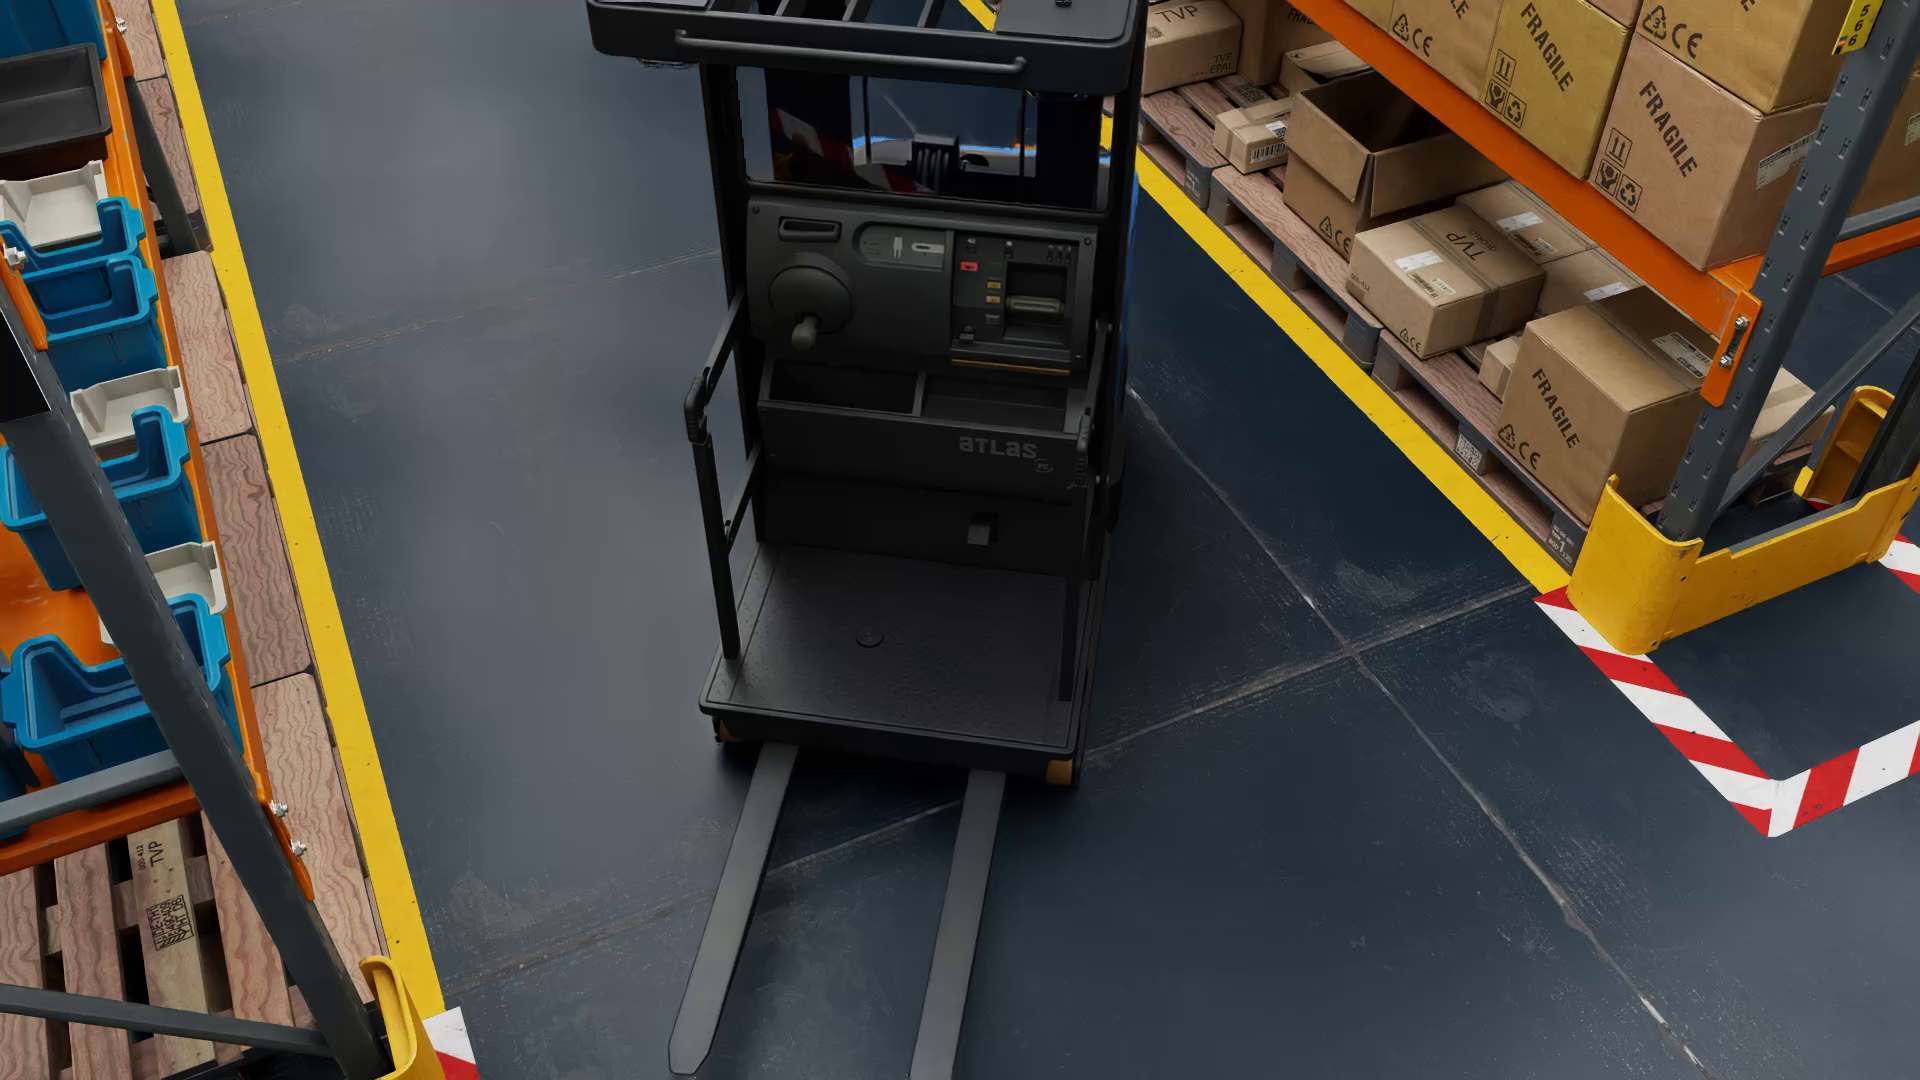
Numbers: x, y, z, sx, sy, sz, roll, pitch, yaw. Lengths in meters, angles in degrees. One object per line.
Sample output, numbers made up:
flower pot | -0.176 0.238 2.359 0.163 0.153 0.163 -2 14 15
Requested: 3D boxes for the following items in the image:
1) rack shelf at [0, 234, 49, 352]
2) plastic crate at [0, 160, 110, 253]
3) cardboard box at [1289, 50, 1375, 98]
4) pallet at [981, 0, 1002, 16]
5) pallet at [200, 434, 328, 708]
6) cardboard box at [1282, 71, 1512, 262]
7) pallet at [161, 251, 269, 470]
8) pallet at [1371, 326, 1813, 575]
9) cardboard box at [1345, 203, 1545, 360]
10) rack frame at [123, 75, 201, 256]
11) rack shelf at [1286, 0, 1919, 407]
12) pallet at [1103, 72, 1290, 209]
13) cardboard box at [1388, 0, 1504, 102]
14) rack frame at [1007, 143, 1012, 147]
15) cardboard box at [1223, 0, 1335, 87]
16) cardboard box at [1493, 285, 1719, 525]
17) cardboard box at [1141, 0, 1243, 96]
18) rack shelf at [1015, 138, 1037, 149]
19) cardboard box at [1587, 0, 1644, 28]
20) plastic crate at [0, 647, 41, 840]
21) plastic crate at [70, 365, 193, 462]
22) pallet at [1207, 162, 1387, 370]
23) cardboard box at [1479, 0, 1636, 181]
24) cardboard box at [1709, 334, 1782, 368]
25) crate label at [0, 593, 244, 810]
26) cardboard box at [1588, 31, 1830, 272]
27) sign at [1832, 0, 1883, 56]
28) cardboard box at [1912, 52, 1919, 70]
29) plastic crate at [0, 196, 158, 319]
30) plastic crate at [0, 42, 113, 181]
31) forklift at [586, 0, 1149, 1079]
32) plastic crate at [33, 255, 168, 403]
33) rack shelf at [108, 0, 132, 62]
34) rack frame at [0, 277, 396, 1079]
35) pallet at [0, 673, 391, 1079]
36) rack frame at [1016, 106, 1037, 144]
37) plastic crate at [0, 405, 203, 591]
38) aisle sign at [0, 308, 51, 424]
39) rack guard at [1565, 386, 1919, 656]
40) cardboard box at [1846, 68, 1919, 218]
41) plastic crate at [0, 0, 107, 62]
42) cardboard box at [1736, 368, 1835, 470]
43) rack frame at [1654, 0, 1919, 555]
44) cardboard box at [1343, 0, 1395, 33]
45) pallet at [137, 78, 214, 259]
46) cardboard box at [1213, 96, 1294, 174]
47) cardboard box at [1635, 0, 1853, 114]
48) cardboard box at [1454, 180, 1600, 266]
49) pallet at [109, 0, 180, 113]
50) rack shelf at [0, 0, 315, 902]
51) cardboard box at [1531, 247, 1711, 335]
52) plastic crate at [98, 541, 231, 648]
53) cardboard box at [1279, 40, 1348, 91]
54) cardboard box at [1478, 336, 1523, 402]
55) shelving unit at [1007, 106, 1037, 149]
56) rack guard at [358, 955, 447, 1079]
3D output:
rack shelf | -2.699 -1.538 3.550 1.077 0.370 4.000 -18 47 -17
plastic crate | -2.535 -0.908 4.679 0.293 0.136 0.466 -18 47 -17
cardboard box | 1.768 -1.904 7.145 0.500 0.311 0.500 -18 47 -17
pallet | 0.580 -2.976 8.616 1.003 0.211 1.213 -18 47 -17
pallet | -2.679 0.227 5.369 1.003 0.211 1.213 -18 47 -17
cardboard box | 1.751 -1.534 6.633 0.797 0.503 0.637 -18 47 -17
pallet | -3.195 -0.551 6.159 1.003 0.211 1.213 -18 47 -17
pallet | 2.270 -0.476 6.082 1.003 0.211 1.213 -18 47 -17
cardboard box | 1.814 -0.978 6.250 0.500 0.250 0.500 -18 47 -17
rack frame | -3.540 -2.001 5.642 1.000 3.000 0.127 -18 47 -17
rack shelf | 1.797 -1.931 6.084 1.077 0.370 4.000 -18 47 -17
pallet | 1.244 -2.031 7.658 1.003 0.211 1.213 -18 47 -17
cardboard box | 1.776 -1.802 5.370 0.500 0.500 0.500 -18 47 -17
rack frame | 0.257 -0.953 5.969 0.200 1.050 0.008 7 45 7
cardboard box | 1.453 -2.449 7.563 0.500 0.500 0.500 -18 47 -17
cardboard box | 2.186 -0.453 5.540 0.500 0.500 0.500 -18 47 -17
cardboard box | 0.936 -2.330 7.577 0.500 0.311 0.500 -18 47 -17
rack shelf | 0.277 -1.232 5.862 0.215 0.259 0.240 7 45 7
cardboard box | 1.988 -1.828 4.684 0.500 0.500 0.500 -17 47 -16
plastic crate | -2.168 0.356 3.186 0.616 0.435 0.499 -18 47 -17
plastic crate | -2.008 -0.295 4.059 0.250 0.136 0.298 -18 47 -17
pallet | 1.761 -1.252 6.869 1.003 0.211 1.213 -18 47 -17
cardboard box | 1.981 -1.483 5.046 0.500 0.500 0.500 -18 47 -17
cardboard box | 2.668 -0.588 5.915 0.380 0.166 0.250 -18 47 -17
crate label | -1.663 0.332 3.355 0.416 0.233 0.303 -18 47 -17
cardboard box | 2.203 -1.153 4.712 0.500 0.500 0.500 -17 47 -16
sign | 2.126 -1.286 3.868 0.100 0.325 0.005 -18 47 -17
cardboard box | 2.691 -1.665 4.518 0.500 0.500 0.500 -17 47 -16
plastic crate | -2.343 -0.699 4.399 0.416 0.233 0.300 -18 47 -17
plastic crate | -2.825 -1.291 5.075 0.437 0.125 0.590 -18 47 -17
forklift | -0.141 -0.583 4.254 1.130 2.935 3.031 7 45 7
plastic crate | -2.217 -0.507 4.205 0.416 0.233 0.300 -18 47 -17
rack shelf | -4.381 -3.020 7.187 1.077 0.370 4.000 -18 47 -17
rack frame | -1.861 0.549 3.058 0.949 2.616 0.053 -18 47 -17
pallet | -2.169 1.004 4.583 1.003 0.211 1.213 -18 47 -17
rack frame | 0.297 -1.122 6.140 0.200 1.050 0.008 7 45 7
plastic crate | -1.940 -0.088 3.780 0.416 0.233 0.300 -18 47 -17
aisle sign | -1.558 -0.419 2.188 0.394 0.787 0.004 -18 47 -17
rack guard | 2.606 -0.071 5.466 1.175 0.500 0.348 -18 47 -17
cardboard box | 2.691 -1.309 4.870 0.500 0.500 0.500 -17 47 -17
plastic crate | -3.034 -1.820 5.428 0.392 0.384 0.575 -18 47 -17
cardboard box | 2.774 -0.423 5.759 0.380 0.149 0.250 -18 47 -17
rack frame | 2.638 -0.913 4.539 1.000 3.000 0.127 -18 47 -17
cardboard box | 1.565 -2.123 5.695 0.500 0.500 0.500 -19 48 -18
pallet | -3.826 -1.513 7.133 1.003 0.211 1.213 -18 47 -17
cardboard box | 1.309 -1.730 7.072 0.380 0.166 0.250 -18 47 -17
cardboard box | 2.201 -1.506 4.358 0.500 0.500 0.500 -18 48 -18
cardboard box | 2.246 -1.158 6.432 0.500 0.250 0.500 -18 47 -17
pallet | -4.343 -2.291 7.922 1.003 0.211 1.213 -18 47 -17
rack shelf | -2.699 -0.471 4.603 1.077 0.370 4.000 -18 47 -17
cardboard box | 2.456 -0.839 6.109 0.500 0.250 0.500 -18 47 -17
plastic crate | -1.723 0.137 3.621 0.250 0.136 0.298 -18 47 -17
cardboard box | 1.665 -2.103 7.462 0.380 0.149 0.250 -18 47 -17
cardboard box | 2.097 -0.619 5.946 0.380 0.166 0.250 -18 47 -17
shelving unit | 0.277 -1.038 6.054 0.215 1.050 0.252 7 45 7
rack guard | -1.836 1.449 3.925 1.175 0.500 0.348 -18 47 -17
